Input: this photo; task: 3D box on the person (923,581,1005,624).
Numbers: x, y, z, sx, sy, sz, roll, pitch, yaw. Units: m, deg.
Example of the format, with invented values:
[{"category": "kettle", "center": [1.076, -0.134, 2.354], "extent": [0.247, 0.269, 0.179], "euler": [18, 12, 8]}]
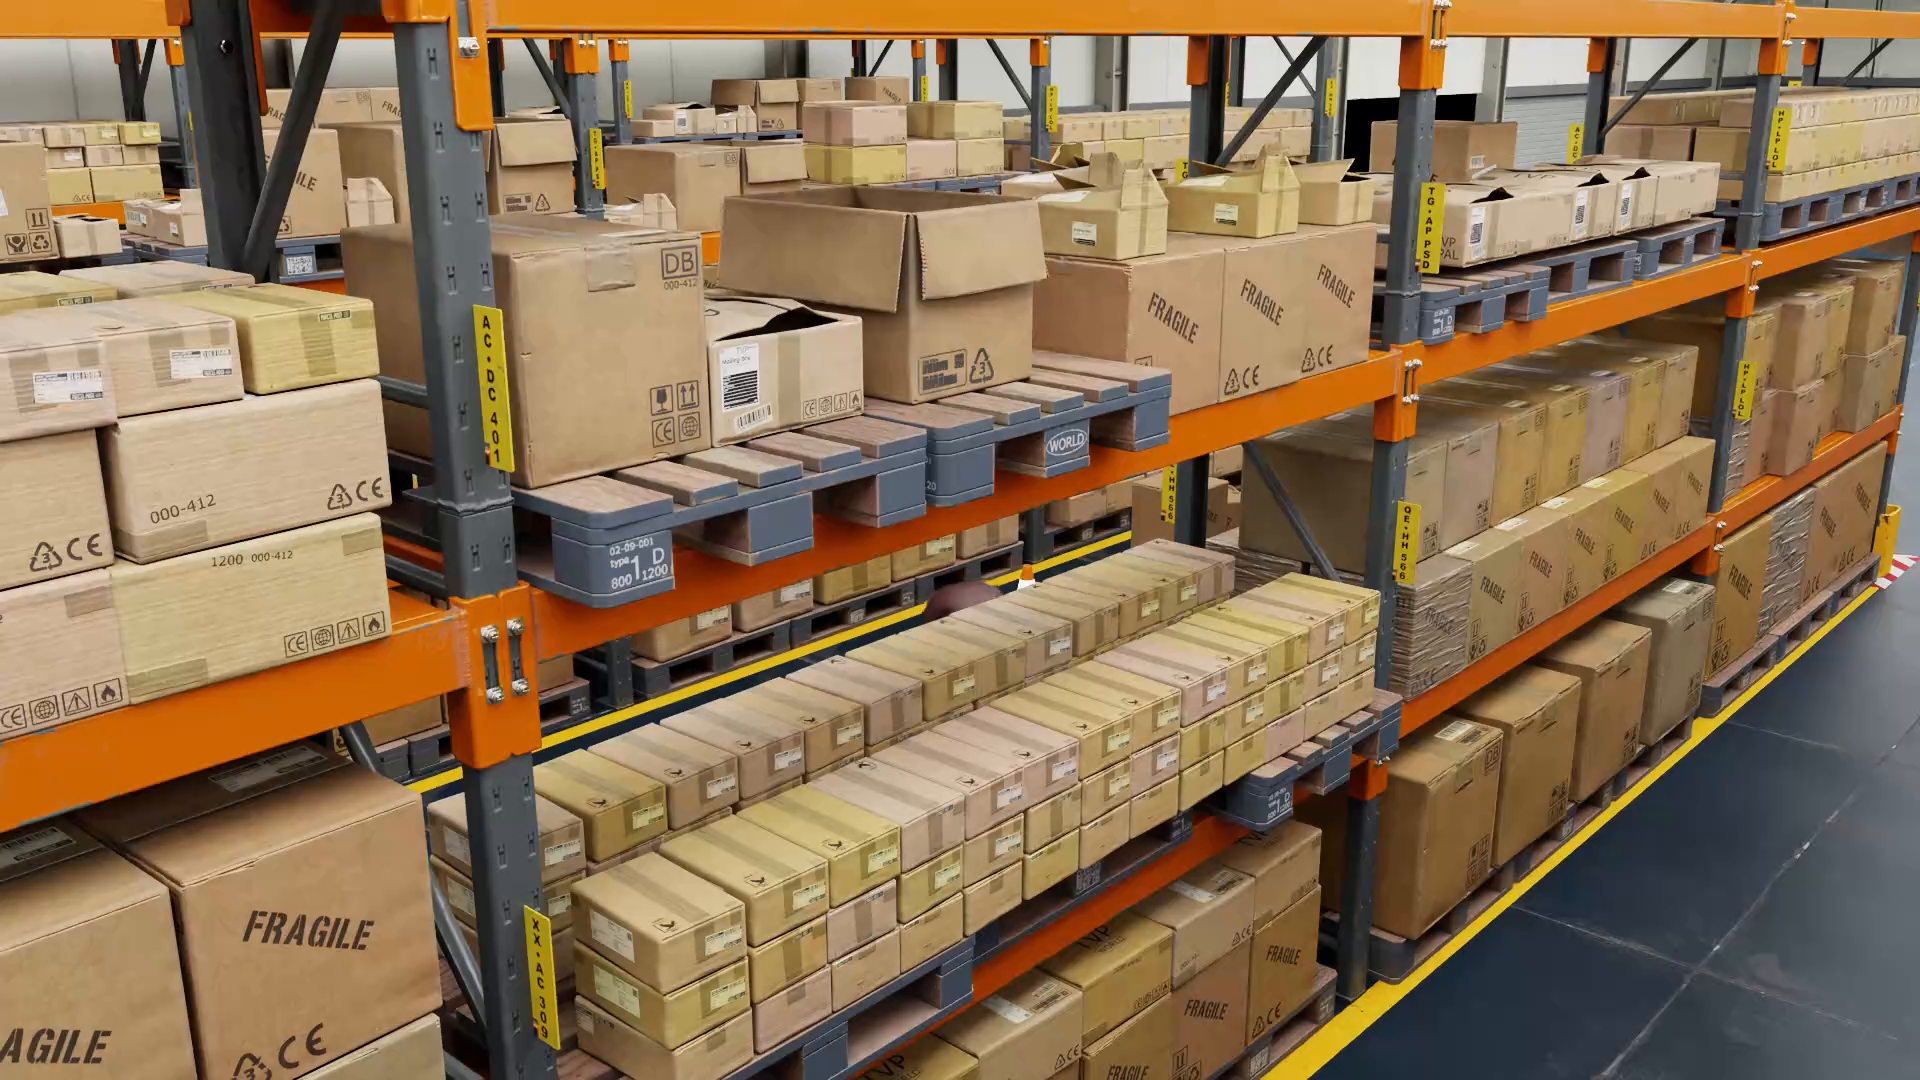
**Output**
[{"category": "person", "center": [0.217, 0.767, 9.313], "extent": [0.943, 1.024, 0.588], "euler": [13, 21, 37]}]
